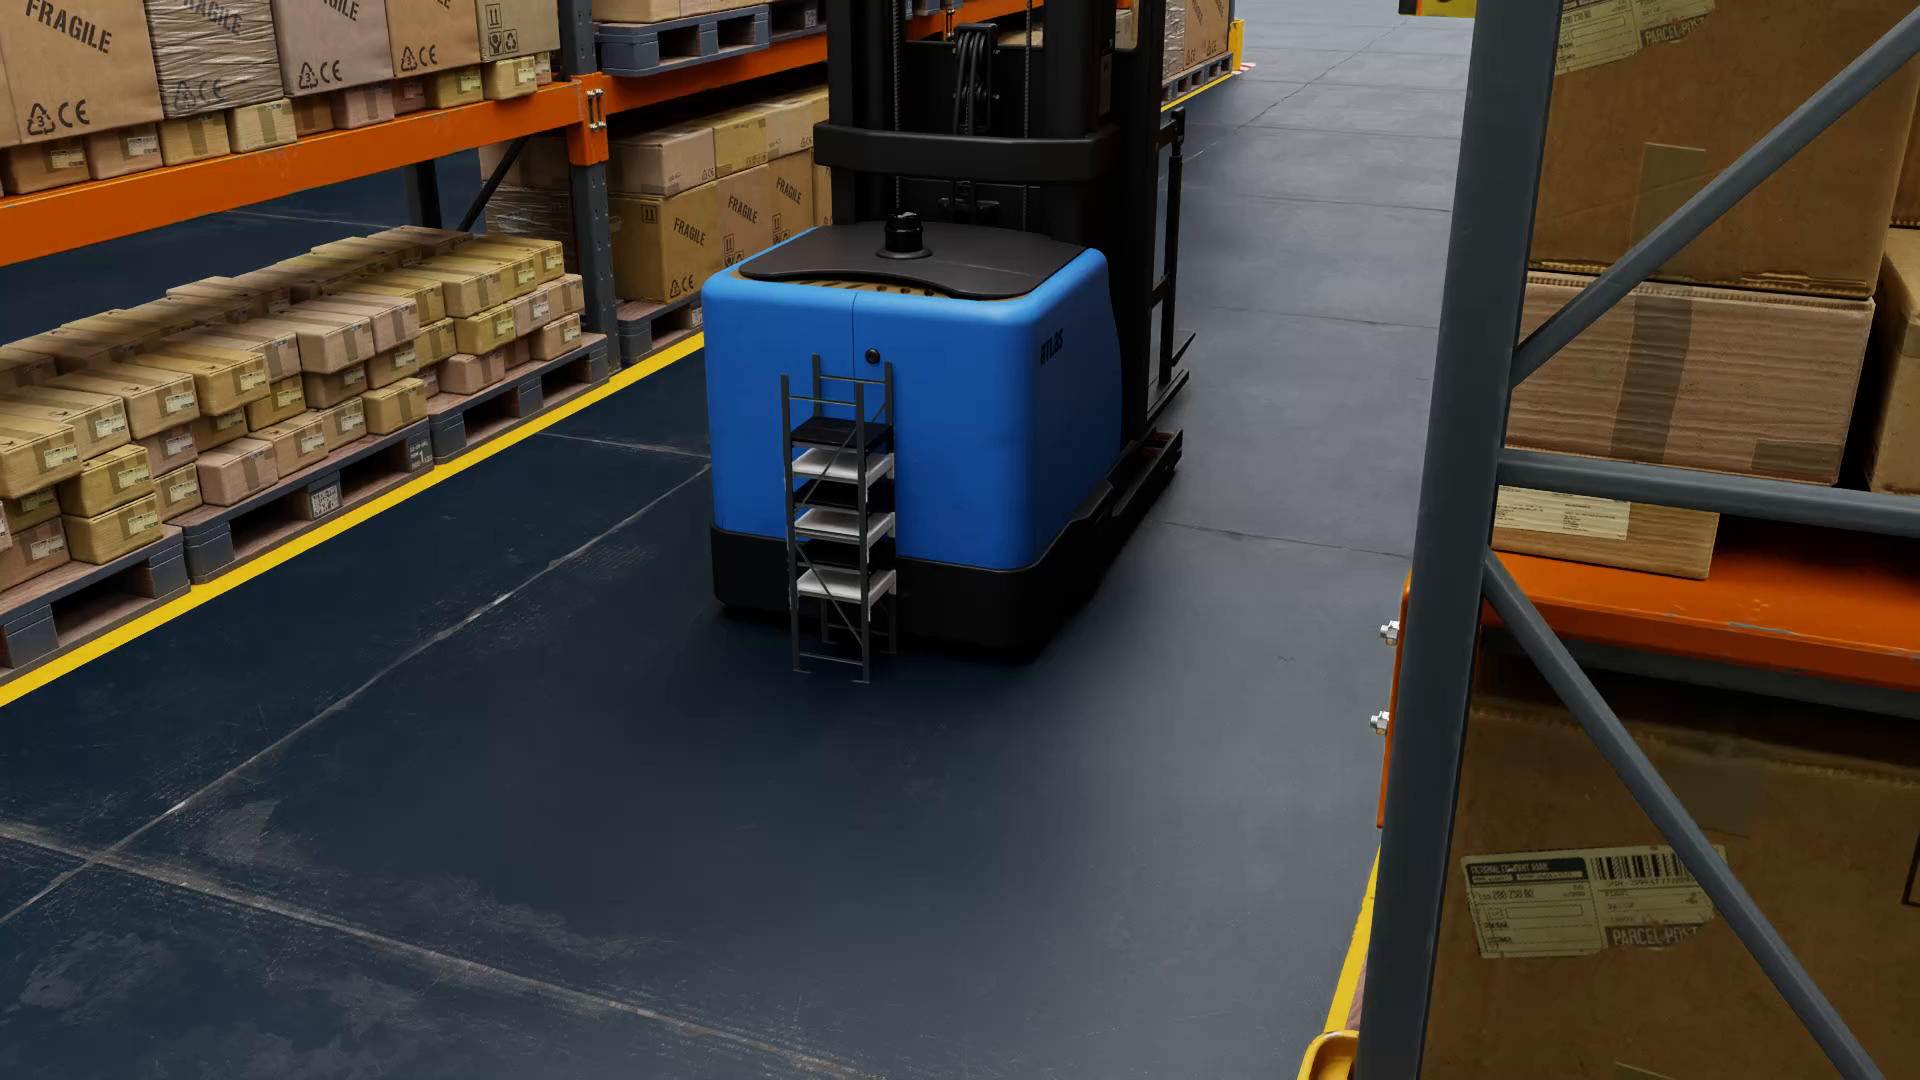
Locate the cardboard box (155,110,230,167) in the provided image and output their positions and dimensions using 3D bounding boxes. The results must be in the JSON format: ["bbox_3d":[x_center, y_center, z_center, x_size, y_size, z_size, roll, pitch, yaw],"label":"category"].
[{"bbox_3d":[-2.558,-1.289,5.271,0.380,0.149,0.250,10,25,22],"label":"cardboard box"}]

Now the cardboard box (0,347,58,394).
[{"bbox_3d":[-3.226,-0.530,5.508,0.380,0.149,0.250,10,25,22],"label":"cardboard box"}]

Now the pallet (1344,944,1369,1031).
[{"bbox_3d":[1.277,0.965,3.166,1.003,0.211,1.213,9,24,20],"label":"pallet"}]

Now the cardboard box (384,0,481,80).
[{"bbox_3d":[-2.141,-1.986,6.098,0.500,0.500,0.500,8,24,19],"label":"cardboard box"}]

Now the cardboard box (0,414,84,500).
[{"bbox_3d":[-2.802,-0.250,4.839,0.380,0.149,0.250,9,24,20],"label":"cardboard box"}]

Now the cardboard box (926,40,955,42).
[{"bbox_3d":[-0.234,-2.994,11.401,1.050,0.750,0.750,8,24,19],"label":"cardboard box"}]

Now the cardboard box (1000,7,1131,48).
[{"bbox_3d":[0.795,-3.986,13.774,1.050,0.750,0.750,9,24,20],"label":"cardboard box"}]

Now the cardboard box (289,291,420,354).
[{"bbox_3d":[-2.247,-0.811,6.183,0.380,0.149,0.250,8,24,17],"label":"cardboard box"}]

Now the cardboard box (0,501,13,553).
[{"bbox_3d":[-2.928,-0.027,4.691,0.380,0.149,0.250,9,24,20],"label":"cardboard box"}]

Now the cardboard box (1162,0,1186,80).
[{"bbox_3d":[1.572,-4.817,15.601,0.875,0.875,0.875,9,24,20],"label":"cardboard box"}]

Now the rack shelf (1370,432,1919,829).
[{"bbox_3d":[1.795,-0.408,3.769,1.077,0.370,4.000,9,24,20],"label":"rack shelf"}]

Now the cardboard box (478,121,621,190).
[{"bbox_3d":[-1.987,-1.891,8.111,0.500,0.250,0.500,8,24,19],"label":"cardboard box"}]

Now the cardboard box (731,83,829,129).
[{"bbox_3d":[-0.935,-2.376,9.271,0.500,0.250,0.500,9,24,21],"label":"cardboard box"}]

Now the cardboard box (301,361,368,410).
[{"bbox_3d":[-2.402,-0.600,6.062,0.380,0.149,0.250,8,24,18],"label":"cardboard box"}]

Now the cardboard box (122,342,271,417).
[{"bbox_3d":[-2.535,-0.536,5.524,0.380,0.149,0.250,9,24,21],"label":"cardboard box"}]

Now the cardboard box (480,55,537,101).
[{"bbox_3d":[-1.913,-1.843,6.596,0.380,0.149,0.250,8,24,19],"label":"cardboard box"}]

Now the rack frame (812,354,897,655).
[{"bbox_3d":[-0.302,-0.091,4.801,0.240,0.900,0.006,8,24,18],"label":"rack frame"}]

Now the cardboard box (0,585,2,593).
[{"bbox_3d":[-3.002,0.104,4.763,0.380,0.149,0.250,9,24,20],"label":"cardboard box"}]

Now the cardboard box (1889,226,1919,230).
[{"bbox_3d":[1.668,-0.413,2.655,0.500,0.250,0.500,8,24,19],"label":"cardboard box"}]

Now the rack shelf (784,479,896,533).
[{"bbox_3d":[-0.336,-0.107,4.691,0.258,0.077,0.200,8,24,18],"label":"rack shelf"}]

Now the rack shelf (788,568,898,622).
[{"bbox_3d":[-0.336,0.142,4.795,0.258,0.077,0.200,8,24,18],"label":"rack shelf"}]

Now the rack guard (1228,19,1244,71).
[{"bbox_3d":[2.437,-5.352,17.913,1.175,0.500,0.348,9,24,20],"label":"rack guard"}]

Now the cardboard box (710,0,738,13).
[{"bbox_3d":[-1.262,-2.544,7.730,0.380,0.149,0.250,9,24,20],"label":"cardboard box"}]

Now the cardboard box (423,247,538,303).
[{"bbox_3d":[-1.978,-1.093,6.858,0.380,0.149,0.250,9,24,21],"label":"cardboard box"}]

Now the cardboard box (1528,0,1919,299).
[{"bbox_3d":[0.989,-0.651,2.251,0.500,0.500,0.500,9,24,21],"label":"cardboard box"}]

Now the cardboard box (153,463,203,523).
[{"bbox_3d":[-2.713,-0.167,5.411,0.380,0.149,0.250,9,24,20],"label":"cardboard box"}]

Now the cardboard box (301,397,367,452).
[{"bbox_3d":[-2.402,-0.437,6.059,0.380,0.149,0.250,9,24,21],"label":"cardboard box"}]

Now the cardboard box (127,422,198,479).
[{"bbox_3d":[-2.713,-0.312,5.373,0.380,0.149,0.250,8,24,18],"label":"cardboard box"}]

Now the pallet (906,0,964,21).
[{"bbox_3d":[-0.709,-3.275,9.947,1.213,0.211,1.003,9,24,20],"label":"pallet"}]

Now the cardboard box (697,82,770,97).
[{"bbox_3d":[-1.409,-2.451,9.452,0.500,0.250,0.500,9,24,20],"label":"cardboard box"}]

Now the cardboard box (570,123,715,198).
[{"bbox_3d":[-1.510,-1.815,7.929,0.500,0.250,0.500,8,24,18],"label":"cardboard box"}]

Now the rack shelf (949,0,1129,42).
[{"bbox_3d":[0.199,-4.017,12.409,1.077,0.370,4.000,9,24,20],"label":"rack shelf"}]

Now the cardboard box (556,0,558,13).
[{"bbox_3d":[-1.970,-2.544,7.729,0.380,0.149,0.250,9,24,20],"label":"cardboard box"}]

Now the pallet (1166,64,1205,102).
[{"bbox_3d":[1.749,-4.477,16.195,1.003,0.211,1.213,9,24,20],"label":"pallet"}]

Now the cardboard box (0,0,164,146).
[{"bbox_3d":[-2.723,-1.444,4.799,0.500,0.500,0.500,9,24,21],"label":"cardboard box"}]

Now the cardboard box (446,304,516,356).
[{"bbox_3d":[-2.023,-0.862,6.691,0.380,0.149,0.250,8,24,18],"label":"cardboard box"}]

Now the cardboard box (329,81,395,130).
[{"bbox_3d":[-2.259,-1.565,5.932,0.380,0.149,0.250,8,24,18],"label":"cardboard box"}]

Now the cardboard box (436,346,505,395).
[{"bbox_3d":[-2.071,-0.707,6.704,0.380,0.149,0.250,8,24,18],"label":"cardboard box"}]

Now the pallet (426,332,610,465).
[{"bbox_3d":[-2.246,-0.670,7.080,1.003,0.211,1.213,9,24,20],"label":"pallet"}]

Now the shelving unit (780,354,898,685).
[{"bbox_3d":[-0.336,-0.055,4.713,0.258,0.900,0.210,8,24,18],"label":"shelving unit"}]

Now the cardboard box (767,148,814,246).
[{"bbox_3d":[-1.132,-1.848,8.981,0.500,0.500,0.500,9,24,21],"label":"cardboard box"}]

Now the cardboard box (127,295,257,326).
[{"bbox_3d":[-2.826,-0.788,6.128,0.380,0.149,0.250,8,24,18],"label":"cardboard box"}]

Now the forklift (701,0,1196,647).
[{"bbox_3d":[0.214,-1.580,5.731,1.130,2.935,3.031,8,24,18],"label":"forklift"}]

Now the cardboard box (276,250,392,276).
[{"bbox_3d":[-2.555,-1.074,6.811,0.380,0.149,0.250,8,24,19],"label":"cardboard box"}]

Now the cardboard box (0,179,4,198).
[{"bbox_3d":[-2.916,-1.022,4.631,0.380,0.149,0.250,10,25,23],"label":"cardboard box"}]
